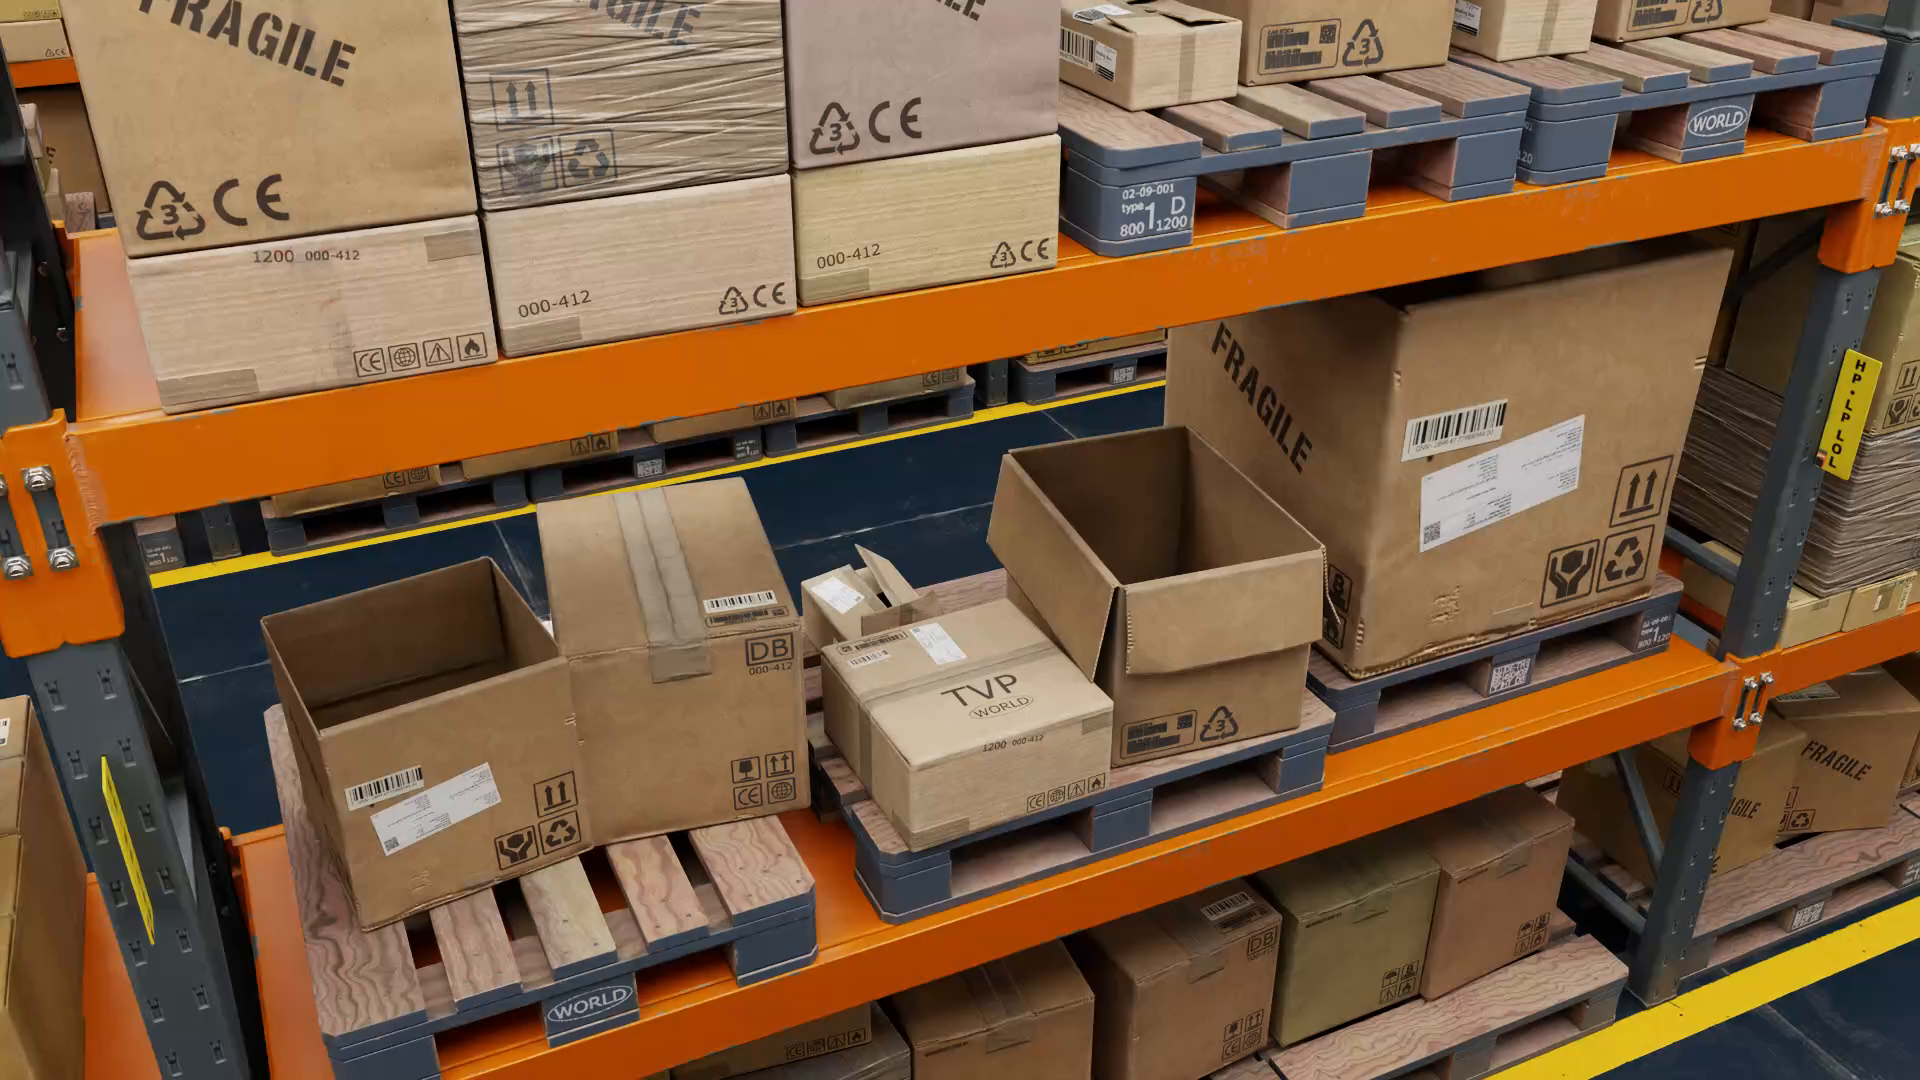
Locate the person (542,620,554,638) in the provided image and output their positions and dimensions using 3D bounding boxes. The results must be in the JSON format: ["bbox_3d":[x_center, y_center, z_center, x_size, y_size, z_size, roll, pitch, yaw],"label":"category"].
[{"bbox_3d":[-1.174,0.709,5.400,0.843,1.222,0.575,-13,32,-22],"label":"person"}]
